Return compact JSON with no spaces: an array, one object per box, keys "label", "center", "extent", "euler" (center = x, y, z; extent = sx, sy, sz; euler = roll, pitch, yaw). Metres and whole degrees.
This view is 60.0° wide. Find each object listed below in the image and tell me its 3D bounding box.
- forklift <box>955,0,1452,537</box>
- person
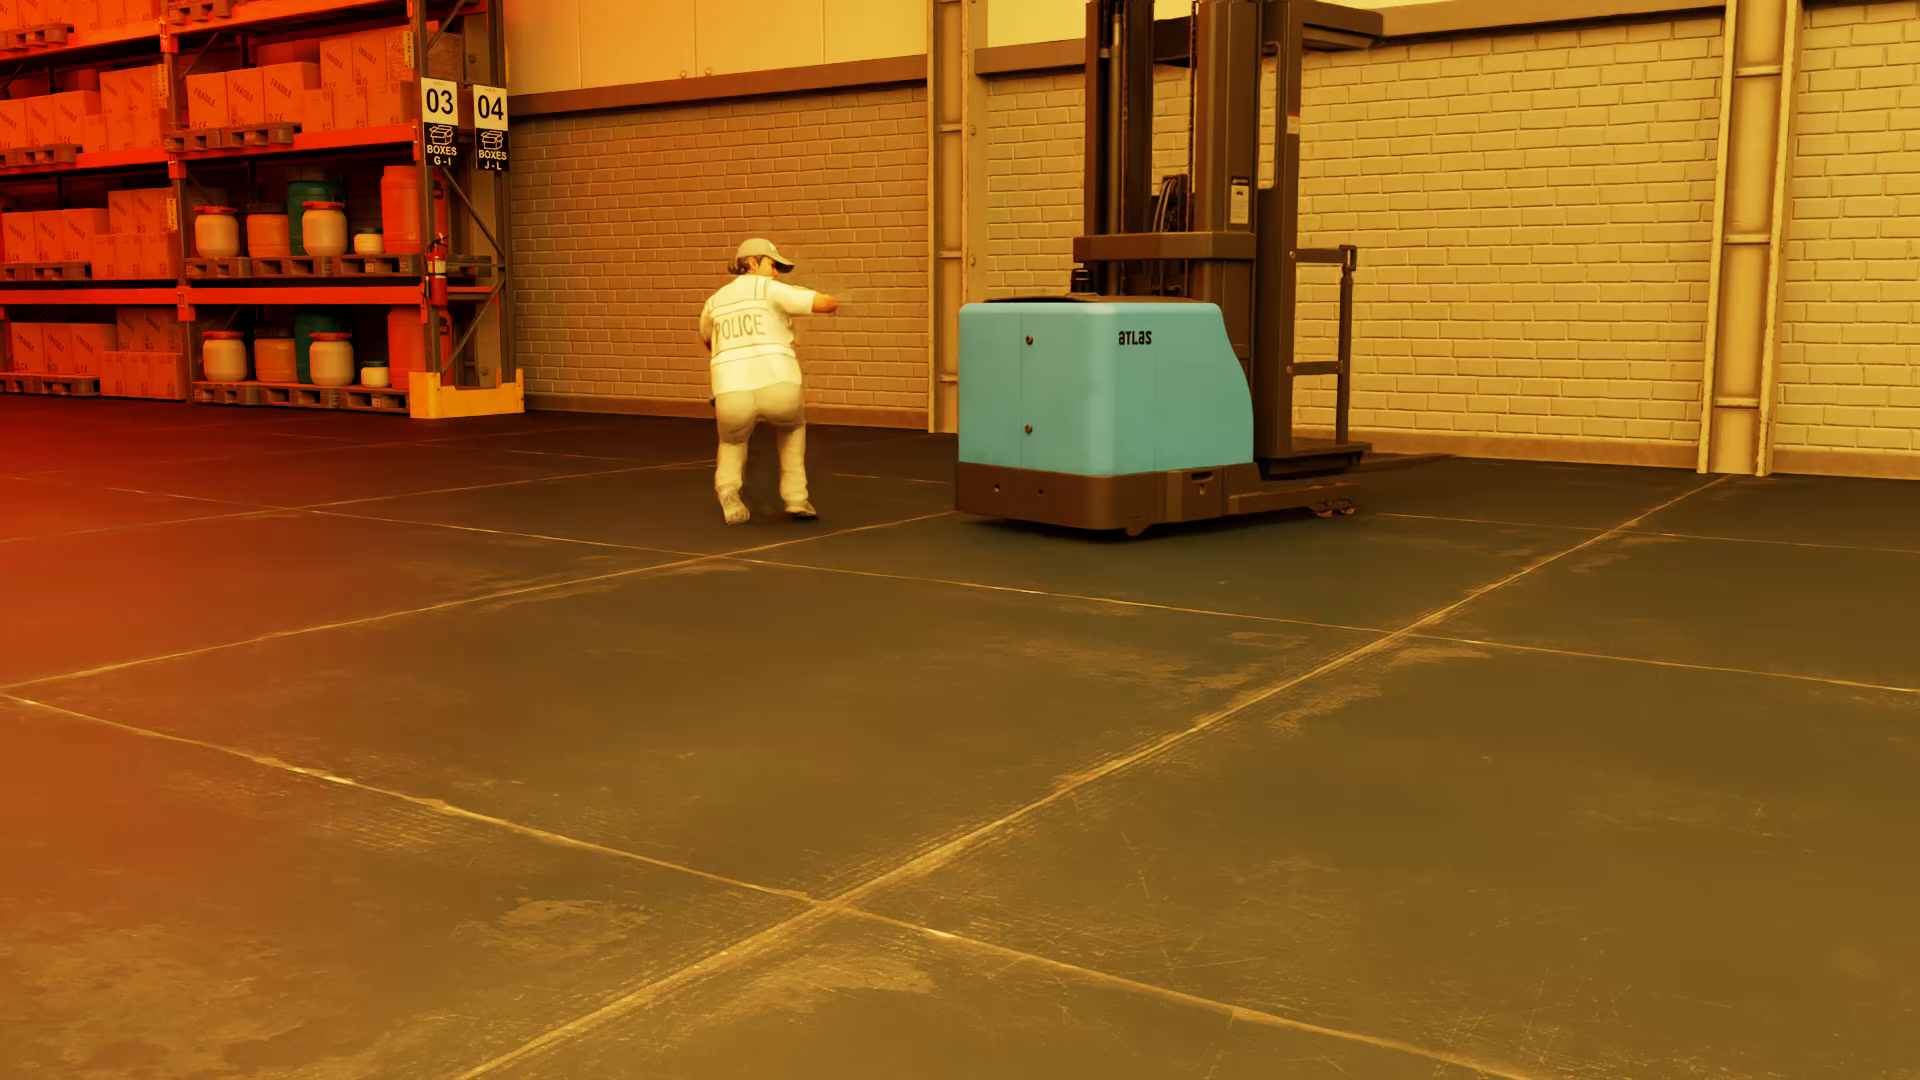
[{"label":"forklift","center":[1.425,-1.612,8.530],"extent":[3.031,2.935,1.130],"euler":[-7,11,-40]},{"label":"person","center":[-0.940,-0.782,8.234],"extent":[0.730,1.399,0.950],"euler":[1,8,5]}]
